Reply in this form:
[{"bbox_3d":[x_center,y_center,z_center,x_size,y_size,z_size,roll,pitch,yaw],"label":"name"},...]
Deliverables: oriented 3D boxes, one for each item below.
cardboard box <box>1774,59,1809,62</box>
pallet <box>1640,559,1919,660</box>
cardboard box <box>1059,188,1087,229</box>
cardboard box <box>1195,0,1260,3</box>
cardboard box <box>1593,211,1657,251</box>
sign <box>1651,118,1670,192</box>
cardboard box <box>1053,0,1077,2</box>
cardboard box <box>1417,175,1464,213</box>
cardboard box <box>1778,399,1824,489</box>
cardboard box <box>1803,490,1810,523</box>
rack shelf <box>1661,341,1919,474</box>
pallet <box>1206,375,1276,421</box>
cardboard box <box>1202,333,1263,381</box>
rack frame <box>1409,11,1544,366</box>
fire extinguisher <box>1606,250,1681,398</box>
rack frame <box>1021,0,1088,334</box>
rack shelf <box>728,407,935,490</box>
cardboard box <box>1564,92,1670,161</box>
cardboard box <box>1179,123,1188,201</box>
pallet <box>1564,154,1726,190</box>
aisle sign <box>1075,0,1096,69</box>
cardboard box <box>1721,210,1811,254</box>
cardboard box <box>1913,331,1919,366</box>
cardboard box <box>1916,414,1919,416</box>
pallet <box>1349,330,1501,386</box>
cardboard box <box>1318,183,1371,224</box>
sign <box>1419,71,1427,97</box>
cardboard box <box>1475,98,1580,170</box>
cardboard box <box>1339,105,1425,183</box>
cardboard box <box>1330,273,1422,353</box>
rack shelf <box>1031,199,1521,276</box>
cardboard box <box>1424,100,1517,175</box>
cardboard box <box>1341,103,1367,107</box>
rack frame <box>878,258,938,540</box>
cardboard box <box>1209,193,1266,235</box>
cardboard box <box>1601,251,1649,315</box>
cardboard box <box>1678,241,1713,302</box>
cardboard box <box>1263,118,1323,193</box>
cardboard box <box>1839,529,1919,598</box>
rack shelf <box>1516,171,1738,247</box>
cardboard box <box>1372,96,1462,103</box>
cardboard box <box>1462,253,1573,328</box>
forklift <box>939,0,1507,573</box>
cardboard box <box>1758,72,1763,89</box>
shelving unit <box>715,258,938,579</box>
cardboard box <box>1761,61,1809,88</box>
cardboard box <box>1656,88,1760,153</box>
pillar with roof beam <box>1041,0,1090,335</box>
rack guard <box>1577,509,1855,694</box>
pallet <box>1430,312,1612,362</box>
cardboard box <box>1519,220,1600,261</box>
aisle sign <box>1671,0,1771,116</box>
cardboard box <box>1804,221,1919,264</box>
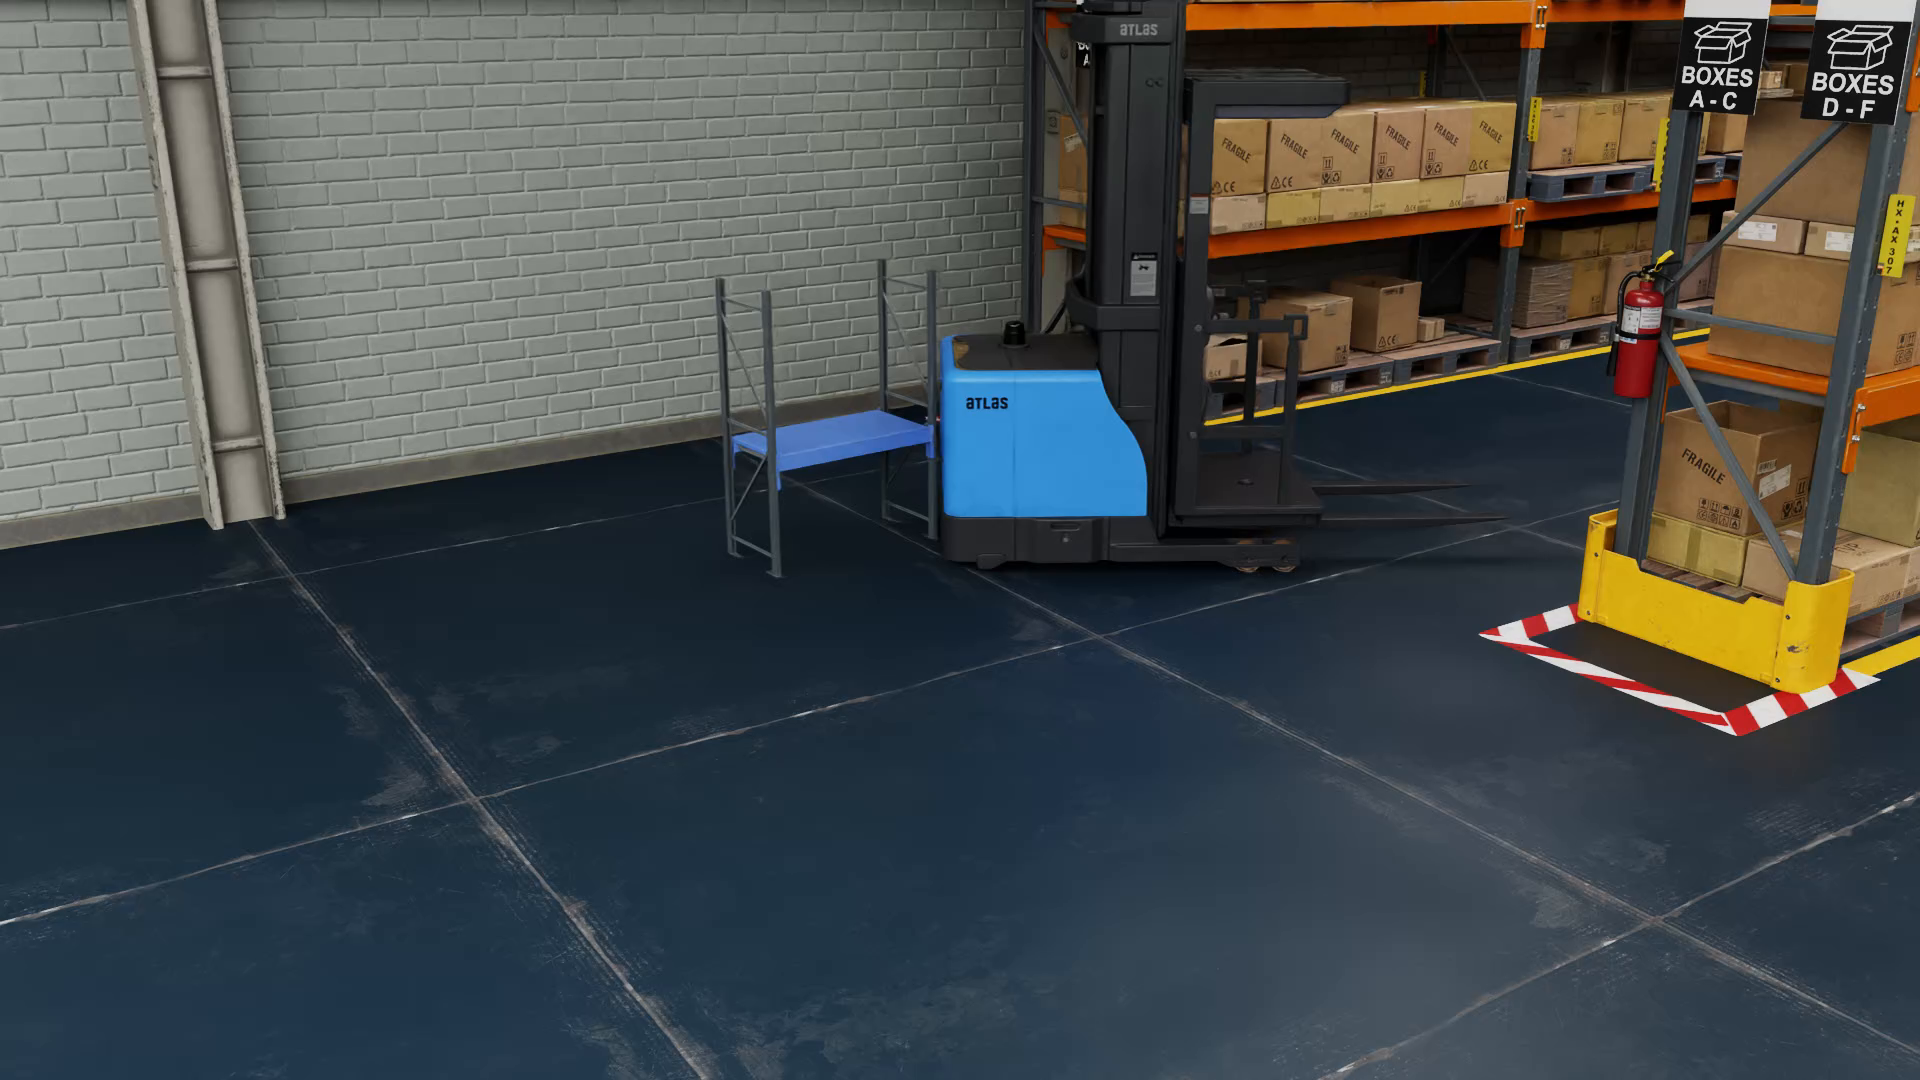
[{"bbox_3d":[8.109,-4.458,15.925,0.500,0.250,0.500,-13,22,-33],"label":"cardboard box"},{"bbox_3d":[4.100,0.243,8.196,1.213,0.211,1.003,-12,22,-31],"label":"pallet"},{"bbox_3d":[1.041,-2.329,11.653,0.500,0.250,0.500,-12,22,-31],"label":"cardboard box"},{"bbox_3d":[1.642,-3.811,10.964,0.500,0.500,0.500,-10,21,-28],"label":"cardboard box"},{"bbox_3d":[5.928,-2.729,14.678,0.500,0.250,0.500,-12,22,-32],"label":"cardboard box"},{"bbox_3d":[3.197,-1.740,7.532,0.005,0.325,0.100,-12,22,-31],"label":"sign"},{"bbox_3d":[0.966,-3.876,11.154,0.500,0.500,0.500,-10,21,-28],"label":"cardboard box"},{"bbox_3d":[3.448,-2.649,12.601,0.500,0.250,0.500,-12,22,-31],"label":"cardboard box"},{"bbox_3d":[4.596,-0.538,8.619,0.500,0.500,0.500,-12,22,-31],"label":"cardboard box"},{"bbox_3d":[4.181,-0.093,8.475,0.500,0.250,0.500,-12,22,-31],"label":"cardboard box"},{"bbox_3d":[5.155,-0.944,8.476,4.000,0.370,1.077,-12,22,-31],"label":"rack shelf"},{"bbox_3d":[1.518,-1.083,12.117,1.213,0.211,1.003,-12,22,-31],"label":"pallet"},{"bbox_3d":[1.860,-1.389,12.182,0.500,0.311,0.500,-10,21,-27],"label":"cardboard box"},{"bbox_3d":[4.097,-2.961,13.320,0.127,3.000,1.000,-12,22,-31],"label":"rack frame"},{"bbox_3d":[3.130,-0.999,7.637,0.183,0.674,0.296,-12,22,-31],"label":"fire extinguisher"},{"bbox_3d":[0.757,-2.256,11.236,0.127,3.000,1.000,-12,22,-31],"label":"rack frame"},{"bbox_3d":[-0.692,-0.505,8.959,1.000,0.185,0.538,-14,23,-35],"label":"rack shelf"},{"bbox_3d":[5.545,-3.518,14.125,0.500,0.500,0.700,-9,21,-24],"label":"cardboard box"},{"bbox_3d":[1.321,-2.554,11.147,0.500,0.500,0.500,-12,22,-31],"label":"cardboard box"},{"bbox_3d":[5.807,-3.215,14.371,1.213,0.211,1.003,-12,22,-31],"label":"pallet"},{"bbox_3d":[0.862,-3.395,10.544,0.004,0.787,0.394,-12,22,-31],"label":"aisle sign"},{"bbox_3d":[3.699,-1.405,7.548,0.250,0.149,0.380,-12,22,-32],"label":"cardboard box"},{"bbox_3d":[4.317,-1.152,7.813,0.500,0.500,0.700,-11,22,-30],"label":"cardboard box"},{"bbox_3d":[4.882,-0.399,8.207,0.500,0.500,0.500,-12,22,-31],"label":"cardboard box"},{"bbox_3d":[3.556,-1.512,13.388,1.213,0.211,1.003,-12,22,-31],"label":"pallet"},{"bbox_3d":[2.617,-2.468,12.064,0.500,0.250,0.500,-12,22,-31],"label":"cardboard box"},{"bbox_3d":[3.789,-3.657,13.572,0.005,0.325,0.100,-12,22,-31],"label":"sign"},{"bbox_3d":[4.541,-3.297,13.471,0.500,0.500,0.700,-12,22,-31],"label":"cardboard box"},{"bbox_3d":[3.032,-2.913,12.211,0.500,0.500,0.500,-13,22,-33],"label":"cardboard box"},{"bbox_3d":[3.253,-1.792,13.077,0.500,0.500,0.500,-14,23,-35],"label":"cardboard box"},{"bbox_3d":[2.427,-2.268,12.393,4.000,0.370,1.077,-12,22,-31],"label":"rack shelf"},{"bbox_3d":[3.873,-3.089,12.729,0.500,0.500,0.500,-12,22,-32],"label":"cardboard box"},{"bbox_3d":[2.737,-3.051,12.619,0.500,0.500,0.500,-11,22,-30],"label":"cardboard box"},{"bbox_3d":[-0.289,-0.775,9.195,0.032,1.500,0.500,-14,23,-35],"label":"rack frame"},{"bbox_3d":[1.765,-2.291,11.541,0.500,0.250,0.500,-13,22,-33],"label":"cardboard box"},{"bbox_3d":[5.555,-2.303,14.589,0.500,0.500,0.700,-12,22,-31],"label":"cardboard box"},{"bbox_3d":[6.371,-2.489,15.141,0.500,0.500,0.700,-12,22,-31],"label":"cardboard box"},{"bbox_3d":[2.174,-2.728,11.661,0.500,0.500,0.500,-13,22,-33],"label":"cardboard box"},{"bbox_3d":[4.470,0.048,8.058,0.500,0.250,0.500,-12,22,-31],"label":"cardboard box"},{"bbox_3d":[5.768,-2.973,14.477,4.000,0.370,1.077,-12,22,-31],"label":"rack shelf"},{"bbox_3d":[3.590,-3.228,13.141,0.500,0.500,0.500,-13,22,-33],"label":"cardboard box"},{"bbox_3d":[4.703,-2.119,14.046,0.500,0.500,0.700,-11,22,-30],"label":"cardboard box"},{"bbox_3d":[1.406,-1.387,8.772,3.031,2.935,1.130,-1,19,-2],"label":"forklift"},{"bbox_3d":[6.906,-4.099,14.831,0.250,0.149,0.380,-17,25,-40],"label":"cardboard box"},{"bbox_3d":[-0.692,-0.675,8.901,1.048,1.500,0.538,-14,23,-35],"label":"shelving unit"},{"bbox_3d":[7.674,-4.368,15.658,0.500,0.250,0.500,-11,22,-30],"label":"cardboard box"},{"bbox_3d":[6.599,-3.730,14.752,0.500,0.500,0.700,-14,23,-36],"label":"cardboard box"},{"bbox_3d":[3.233,-4.302,7.918,0.400,9.000,9.100,-12,22,-31],"label":"pillar with roof beam"},{"bbox_3d":[3.464,0.256,7.706,0.348,0.500,1.175,-12,22,-31],"label":"rack guard"},{"bbox_3d":[4.747,-1.778,14.173,1.213,0.211,1.003,-12,22,-31],"label":"pallet"},{"bbox_3d":[5.069,-2.553,14.158,0.500,0.250,0.500,-12,22,-33],"label":"cardboard box"},{"bbox_3d":[3.268,-2.231,7.100,0.004,0.787,0.394,-12,22,-31],"label":"aisle sign"},{"bbox_3d":[3.930,-1.298,7.233,0.250,0.149,0.380,-12,22,-32],"label":"cardboard box"}]
